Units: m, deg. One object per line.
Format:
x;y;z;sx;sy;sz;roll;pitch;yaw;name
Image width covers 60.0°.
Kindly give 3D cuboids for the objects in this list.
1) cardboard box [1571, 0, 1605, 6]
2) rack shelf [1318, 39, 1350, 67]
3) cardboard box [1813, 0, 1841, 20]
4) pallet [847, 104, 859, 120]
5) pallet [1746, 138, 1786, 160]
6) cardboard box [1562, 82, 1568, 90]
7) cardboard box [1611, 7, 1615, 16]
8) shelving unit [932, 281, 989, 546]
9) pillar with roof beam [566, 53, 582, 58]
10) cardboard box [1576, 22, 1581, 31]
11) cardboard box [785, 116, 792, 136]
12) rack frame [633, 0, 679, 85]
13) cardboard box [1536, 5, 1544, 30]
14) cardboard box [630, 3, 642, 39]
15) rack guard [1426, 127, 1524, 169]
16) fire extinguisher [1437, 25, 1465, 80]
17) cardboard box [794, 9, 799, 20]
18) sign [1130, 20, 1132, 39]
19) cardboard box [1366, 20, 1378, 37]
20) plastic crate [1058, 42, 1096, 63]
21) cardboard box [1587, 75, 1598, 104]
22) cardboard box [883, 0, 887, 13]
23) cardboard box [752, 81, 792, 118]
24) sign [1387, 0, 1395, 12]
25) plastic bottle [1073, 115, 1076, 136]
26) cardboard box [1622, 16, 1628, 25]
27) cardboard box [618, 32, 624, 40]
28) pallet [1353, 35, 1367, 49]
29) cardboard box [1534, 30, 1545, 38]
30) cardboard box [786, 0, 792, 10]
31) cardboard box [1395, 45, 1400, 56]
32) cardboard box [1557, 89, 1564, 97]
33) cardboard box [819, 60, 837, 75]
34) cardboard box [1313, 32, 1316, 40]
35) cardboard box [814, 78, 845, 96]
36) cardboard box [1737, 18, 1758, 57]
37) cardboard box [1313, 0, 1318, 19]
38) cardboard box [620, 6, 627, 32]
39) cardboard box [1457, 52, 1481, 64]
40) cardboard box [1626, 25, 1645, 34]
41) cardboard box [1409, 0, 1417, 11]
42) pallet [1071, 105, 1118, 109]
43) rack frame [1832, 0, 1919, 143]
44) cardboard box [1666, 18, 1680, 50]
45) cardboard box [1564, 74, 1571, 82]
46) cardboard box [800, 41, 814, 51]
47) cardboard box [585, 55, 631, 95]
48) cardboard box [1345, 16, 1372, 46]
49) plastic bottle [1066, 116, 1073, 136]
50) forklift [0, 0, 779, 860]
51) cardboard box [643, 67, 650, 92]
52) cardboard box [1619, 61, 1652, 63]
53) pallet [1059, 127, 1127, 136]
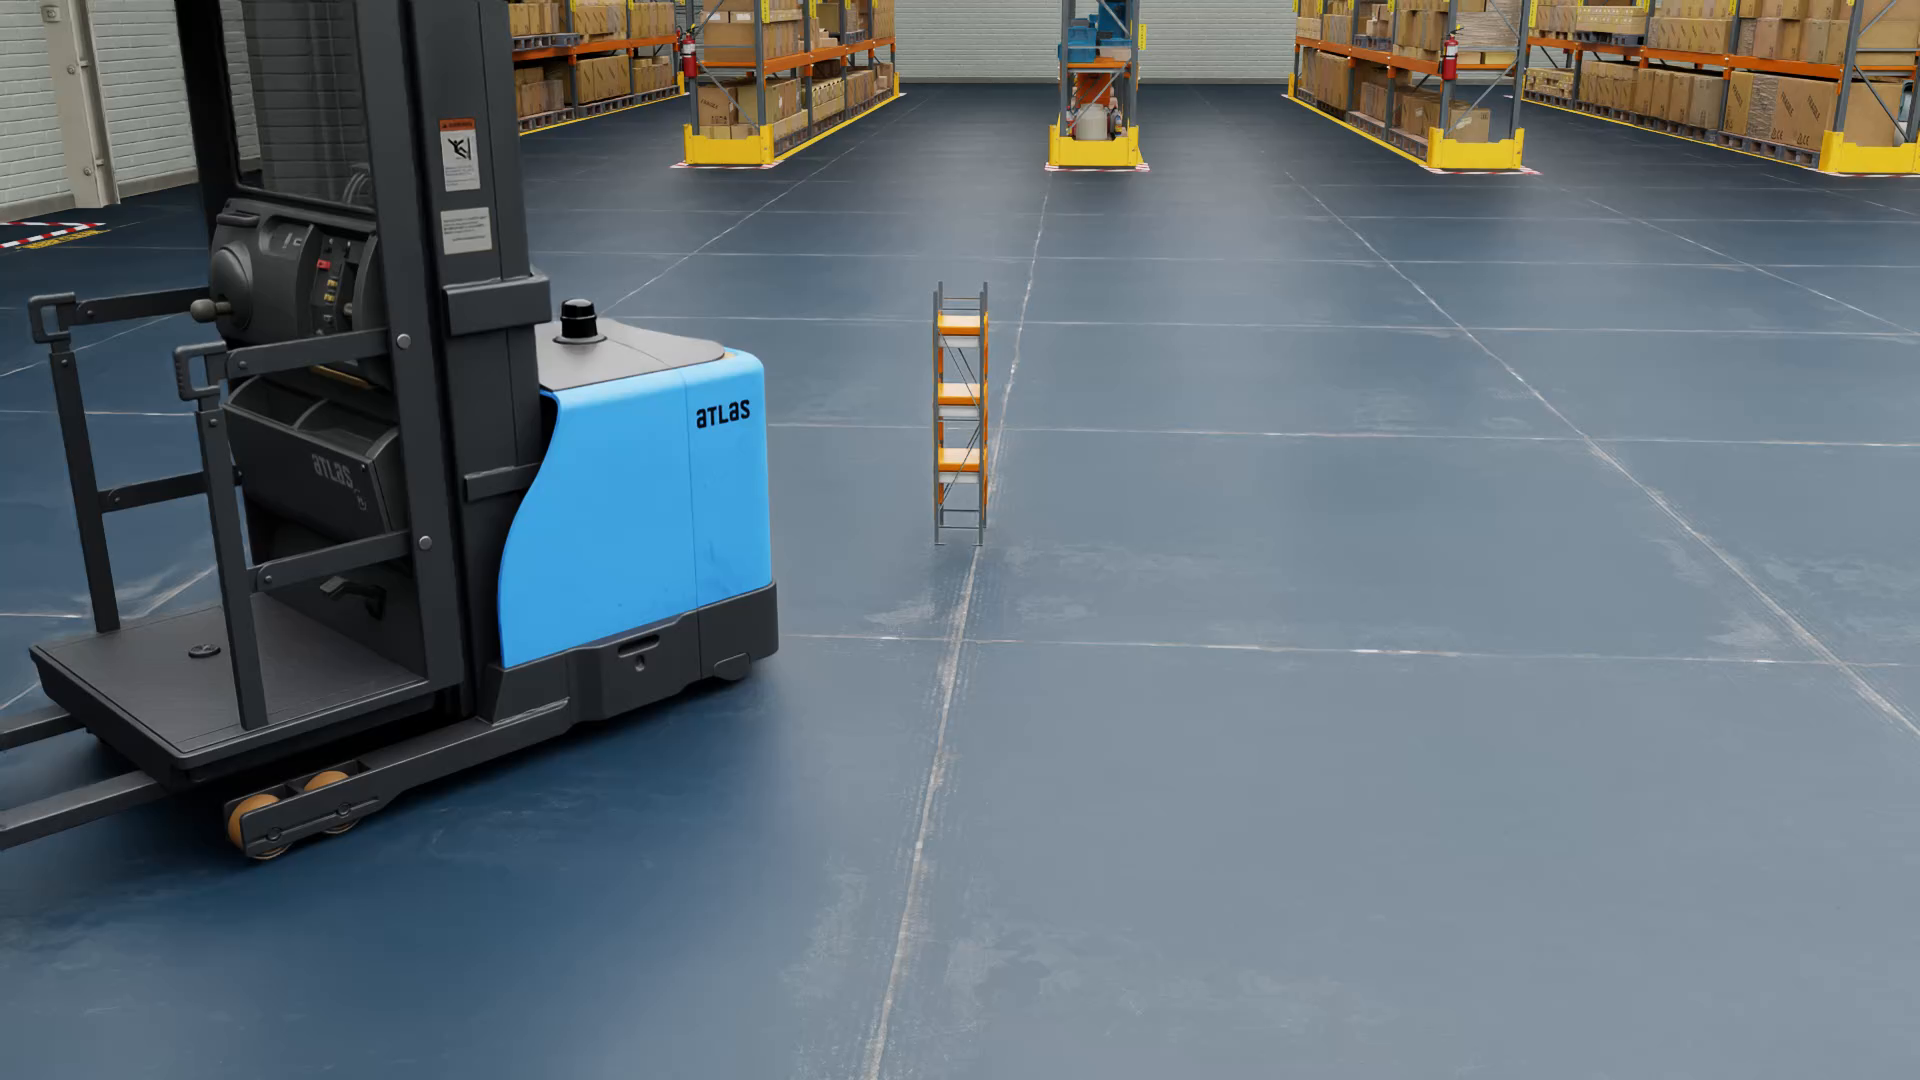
12.329;-10.724;32.590;0.500;0.500;0.500;1;18;2;cardboard box
7.482;-9.087;30.994;1.077;0.370;4.000;1;18;4;rack shelf
11.718;-7.053;21.655;0.875;0.550;0.550;1;18;4;cardboard box
-2.451;-7.936;30.804;1.003;0.211;1.213;1;18;4;pallet
11.774;-5.484;23.320;1.003;0.211;1.213;1;18;4;pallet
12.278;-9.083;33.253;0.380;0.149;0.250;0;18;1;cardboard box
11.934;-9.508;29.897;0.380;0.149;0.250;1;18;4;cardboard box
0.004;-0.516;6.810;0.215;1.050;0.252;1;18;4;shelving unit
-3.715;-13.373;33.285;9.100;9.000;0.400;1;18;4;pillar with roof beam
12.078;-9.876;31.975;0.380;0.149;0.250;0;18;1;cardboard box
-2.746;-6.066;24.359;0.500;0.250;0.500;1;18;4;cardboard box
-6.910;-11.624;37.581;1.000;3.000;0.127;1;18;4;rack frame
12.531;-11.039;35.157;0.500;0.500;0.500;1;18;4;cardboard box
-7.141;-10.693;34.256;0.980;0.700;0.700;2;18;5;cardboard box
6.770;-5.159;21.865;1.175;0.500;0.348;1;18;4;rack guard
6.297;-6.261;21.338;0.296;0.674;0.183;1;18;4;fire extinguisher
-2.654;-7.978;25.250;0.380;0.149;0.250;1;18;3;cardboard box
2.659;-7.792;25.441;0.100;0.325;0.005;1;18;4;sign
6.989;-8.421;27.371;0.500;0.250;0.500;1;18;2;cardboard box
1.562;-6.525;22.259;0.499;0.251;0.616;1;18;4;plastic crate
12.211;-8.532;31.484;0.500;0.500;0.500;2;18;6;cardboard box
-1.831;-11.416;35.178;0.500;0.500;0.500;2;18;6;cardboard box
-2.745;-6.422;24.242;0.500;0.500;0.500;1;18;4;cardboard box
6.498;-8.127;25.049;0.100;0.325;0.005;1;18;4;sign
1.671;-6.008;24.096;0.061;0.283;0.133;1;18;4;plastic bottle
11.877;-9.134;29.232;0.380;0.149;0.250;2;18;6;cardboard box
-6.933;-10.082;33.245;0.380;0.149;0.250;2;18;5;cardboard box
7.394;-8.493;28.333;1.213;0.211;1.003;1;18;4;pallet
12.452;-10.775;35.394;0.380;0.149;0.250;1;18;2;cardboard box
-2.889;-8.157;24.755;0.700;0.500;0.500;1;18;4;cardboard box
6.705;-7.309;24.814;0.380;0.149;0.250;1;18;4;cardboard box
12.310;-9.045;33.613;0.380;0.149;0.250;1;18;2;cardboard box
-2.640;-9.039;31.795;0.500;0.250;0.500;1;18;3;cardboard box
7.357;-10.193;33.615;0.380;0.149;0.250;1;18;3;cardboard box
-2.334;-8.021;29.427;0.500;0.311;0.500;2;18;5;cardboard box
11.977;-7.380;24.387;0.875;0.550;0.550;1;18;4;cardboard box
7.432;-10.781;33.566;0.500;0.500;0.500;1;18;4;cardboard box
-6.978;-10.431;33.270;0.500;0.500;0.500;1;18;3;cardboard box
6.580;-6.297;21.727;0.380;0.149;0.250;1;18;4;cardboard box
11.855;-8.909;29.025;0.380;0.149;0.250;2;18;5;cardboard box
6.695;-7.785;23.620;0.500;0.500;0.500;1;18;4;cardboard box
2.413;-7.839;30.508;1.003;0.211;1.213;1;18;4;pallet
11.705;-6.181;20.970;1.000;3.000;0.127;1;18;4;rack frame
11.907;-8.265;27.170;0.500;0.500;0.500;1;18;4;cardboard box
12.310;-9.232;33.229;0.380;0.149;0.250;2;18;5;cardboard box
-2.561;-7.939;26.738;0.380;0.149;0.250;1;18;4;cardboard box
-7.113;-9.355;33.434;0.750;0.750;0.750;1;18;5;cardboard box
7.127;-9.014;29.455;0.500;0.500;0.500;2;18;6;cardboard box
1.565;-6.006;24.104;0.152;0.276;0.135;1;18;4;plastic bottle
-1.993;-0.735;4.458;1.130;2.935;3.031;17;24;41;forklift
-7.001;-9.780;35.291;0.700;0.500;0.500;1;18;3;cardboard box
12.714;-8.880;31.341;0.500;0.250;0.500;2;18;7;cardboard box
2.022;-6.143;25.333;1.003;0.211;1.213;1;18;4;pallet
